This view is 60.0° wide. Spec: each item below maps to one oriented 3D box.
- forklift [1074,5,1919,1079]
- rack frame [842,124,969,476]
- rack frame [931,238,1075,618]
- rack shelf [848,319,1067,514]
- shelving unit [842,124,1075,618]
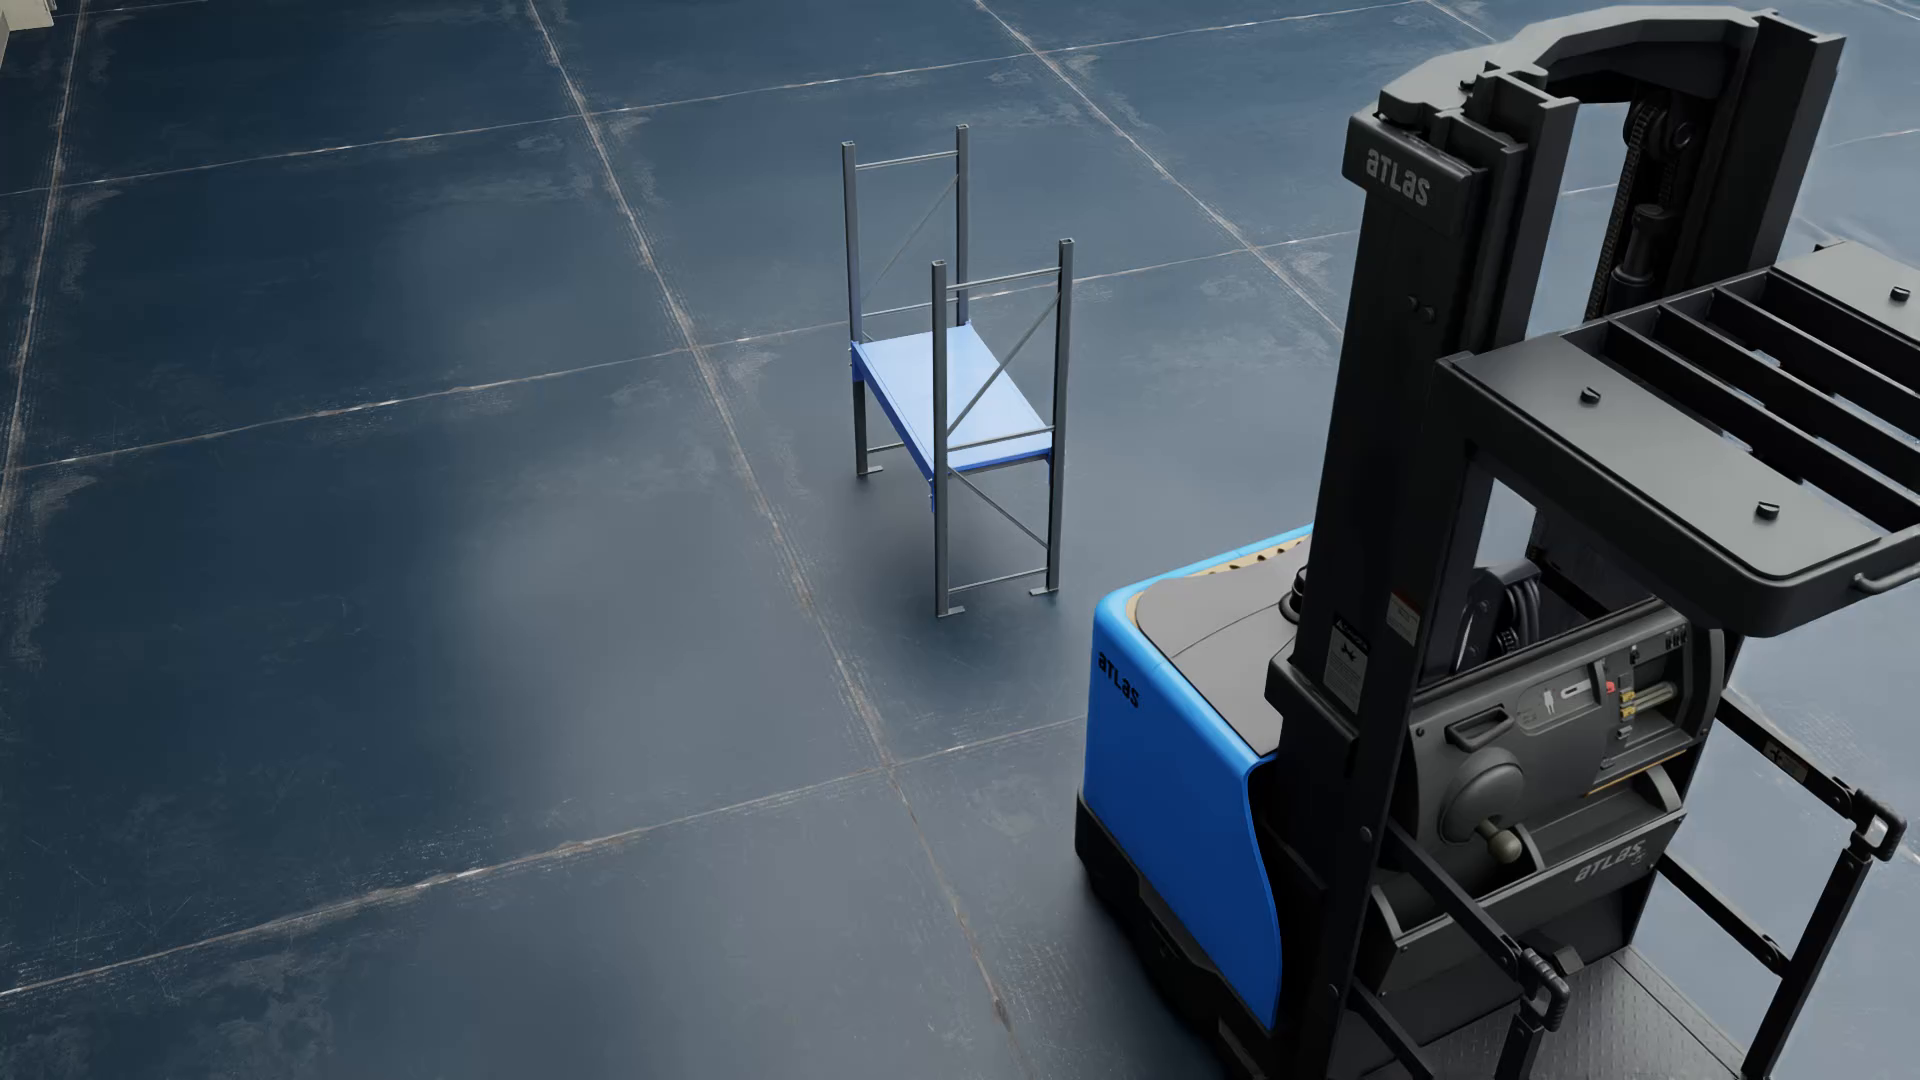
[{"bbox_3d":[1.494,0.501,3.648,1.130,2.935,3.031,-17,40,-22],"label":"forklift"},{"bbox_3d":[-0.204,-0.934,6.744,0.500,1.500,0.032,-12,39,-16],"label":"rack frame"},{"bbox_3d":[0.146,-0.360,5.981,0.500,1.500,0.032,-12,39,-16],"label":"rack frame"},{"bbox_3d":[-0.029,-0.504,6.471,0.538,0.185,1.000,-12,39,-16],"label":"rack shelf"},{"bbox_3d":[-0.029,-0.647,6.363,0.538,1.500,1.048,-12,39,-16],"label":"shelving unit"}]
